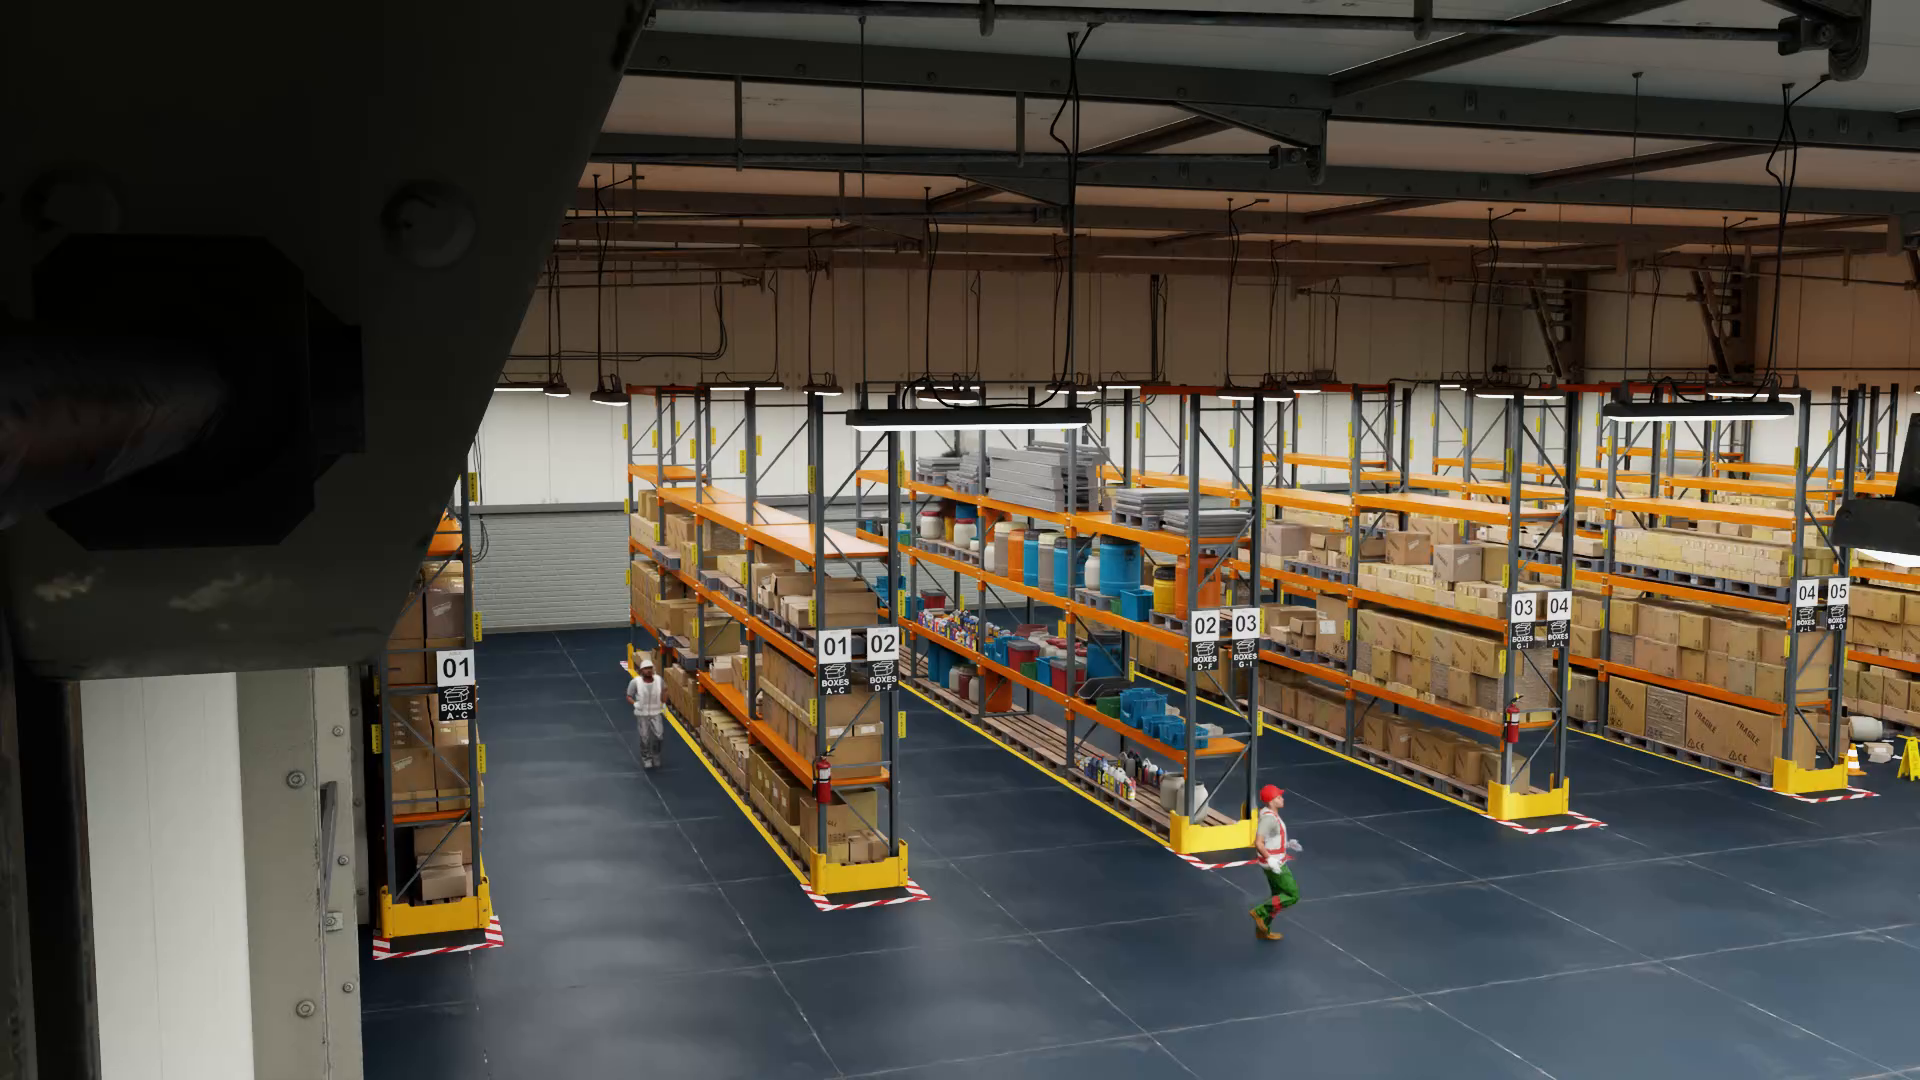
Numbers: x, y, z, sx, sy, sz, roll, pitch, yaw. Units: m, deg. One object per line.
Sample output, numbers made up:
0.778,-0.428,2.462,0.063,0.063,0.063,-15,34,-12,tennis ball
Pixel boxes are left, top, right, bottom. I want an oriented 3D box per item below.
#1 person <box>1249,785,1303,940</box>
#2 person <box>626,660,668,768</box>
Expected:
3.501,3.568,18.403,0.580,1.737,0.666,1,6,7,person
-4.897,2.751,26.148,0.679,1.744,0.607,-2,6,-18,person
